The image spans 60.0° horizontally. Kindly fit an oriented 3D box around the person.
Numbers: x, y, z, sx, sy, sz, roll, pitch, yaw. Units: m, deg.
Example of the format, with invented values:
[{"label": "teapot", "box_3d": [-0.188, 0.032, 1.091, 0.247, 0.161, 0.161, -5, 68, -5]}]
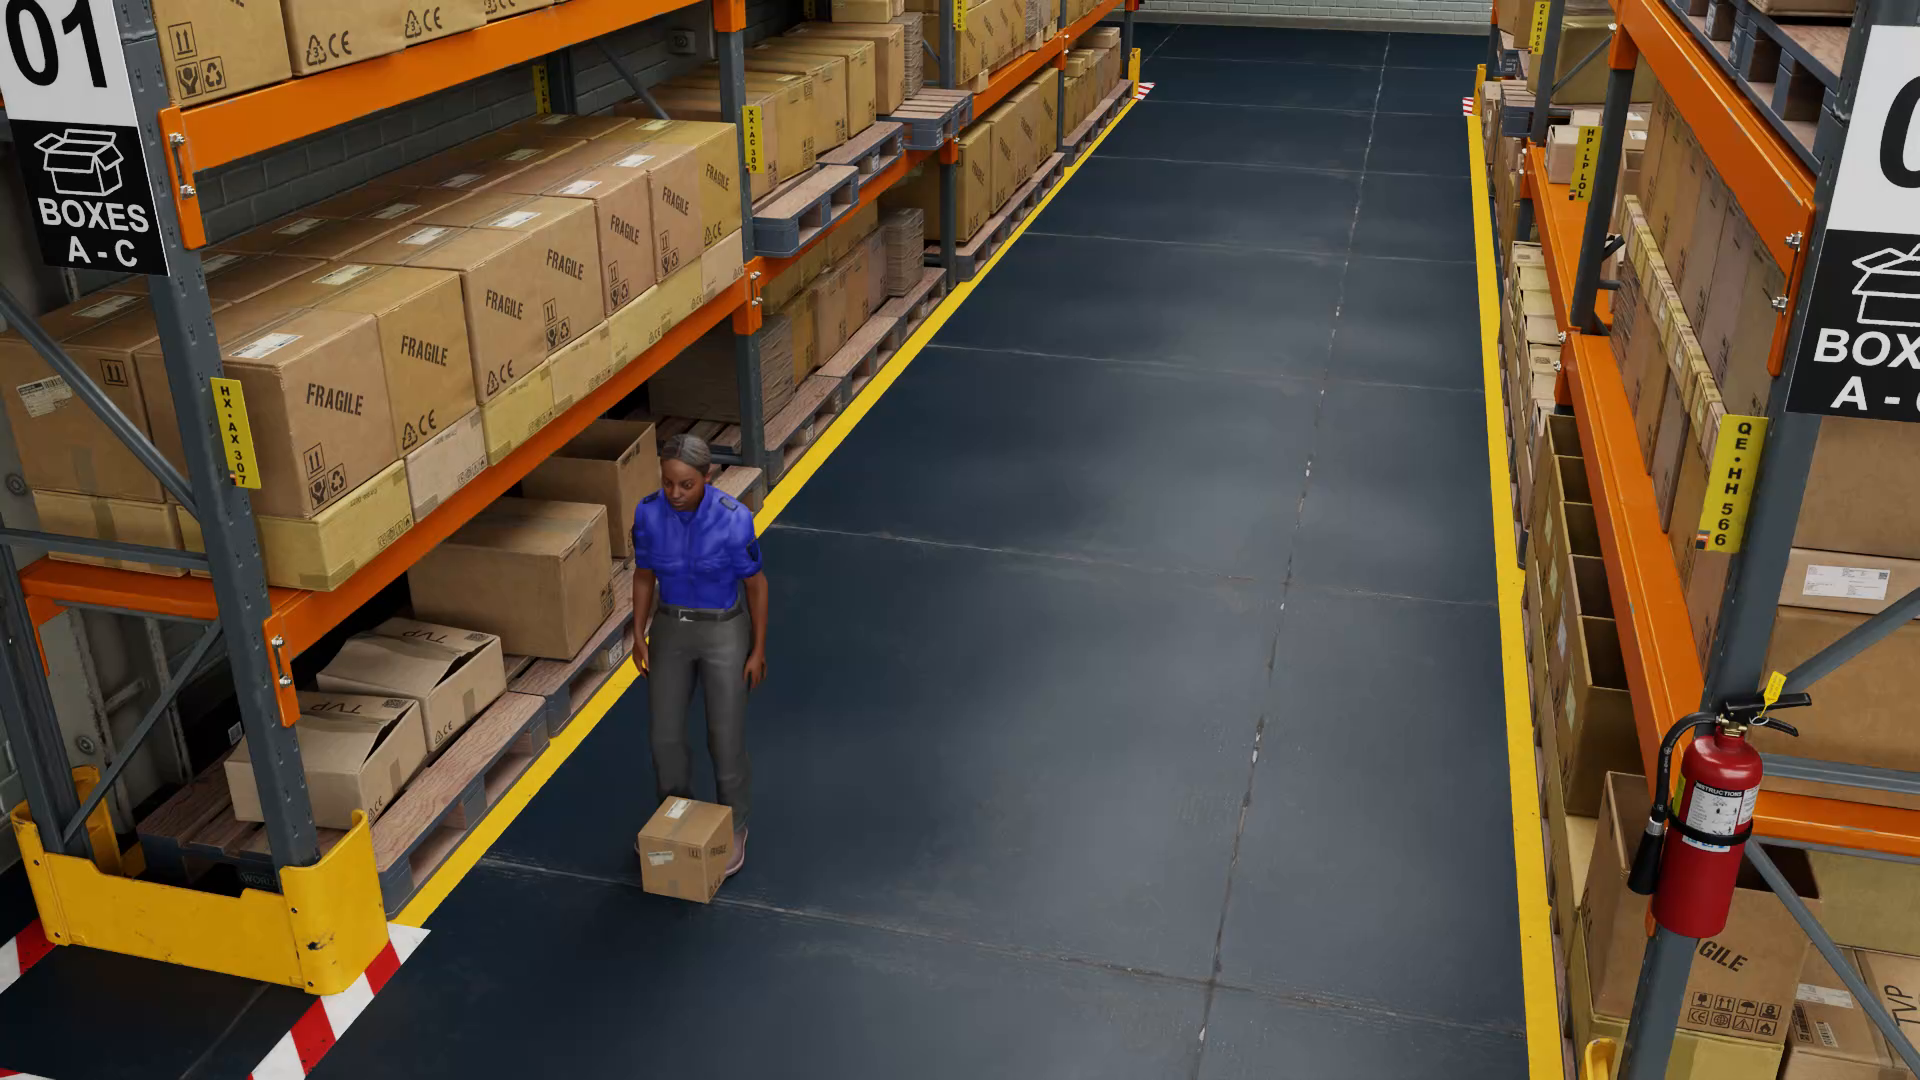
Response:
[{"label": "person", "box_3d": [-0.931, 0.381, 5.817, 0.518, 1.653, 0.402, 5, 26, 11]}]
